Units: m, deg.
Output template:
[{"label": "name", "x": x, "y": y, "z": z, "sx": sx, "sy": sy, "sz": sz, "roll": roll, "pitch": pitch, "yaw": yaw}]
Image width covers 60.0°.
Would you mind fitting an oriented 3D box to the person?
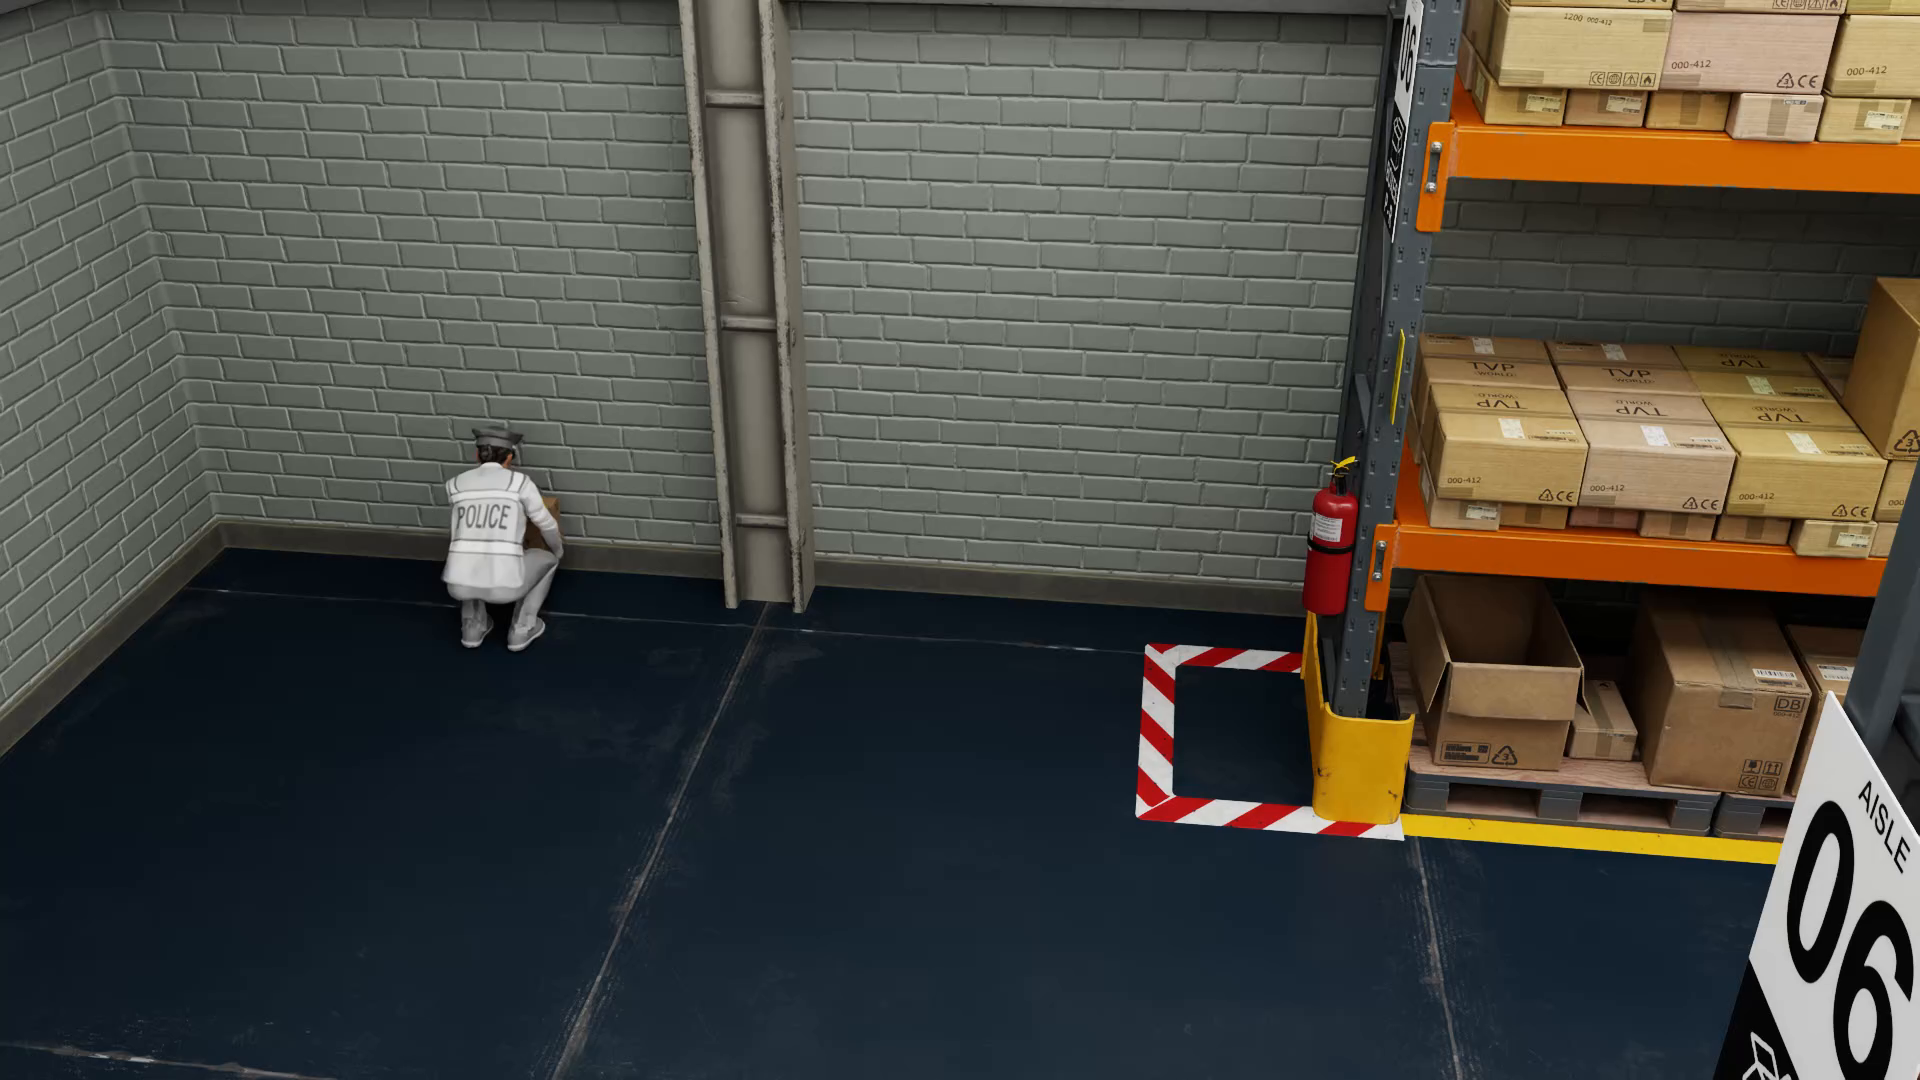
[{"label": "person", "x": -2.191, "y": -0.023, "z": 7.910, "sx": 0.471, "sy": 0.971, "sz": 0.841, "roll": 3, "pitch": 29, "yaw": 6}]
